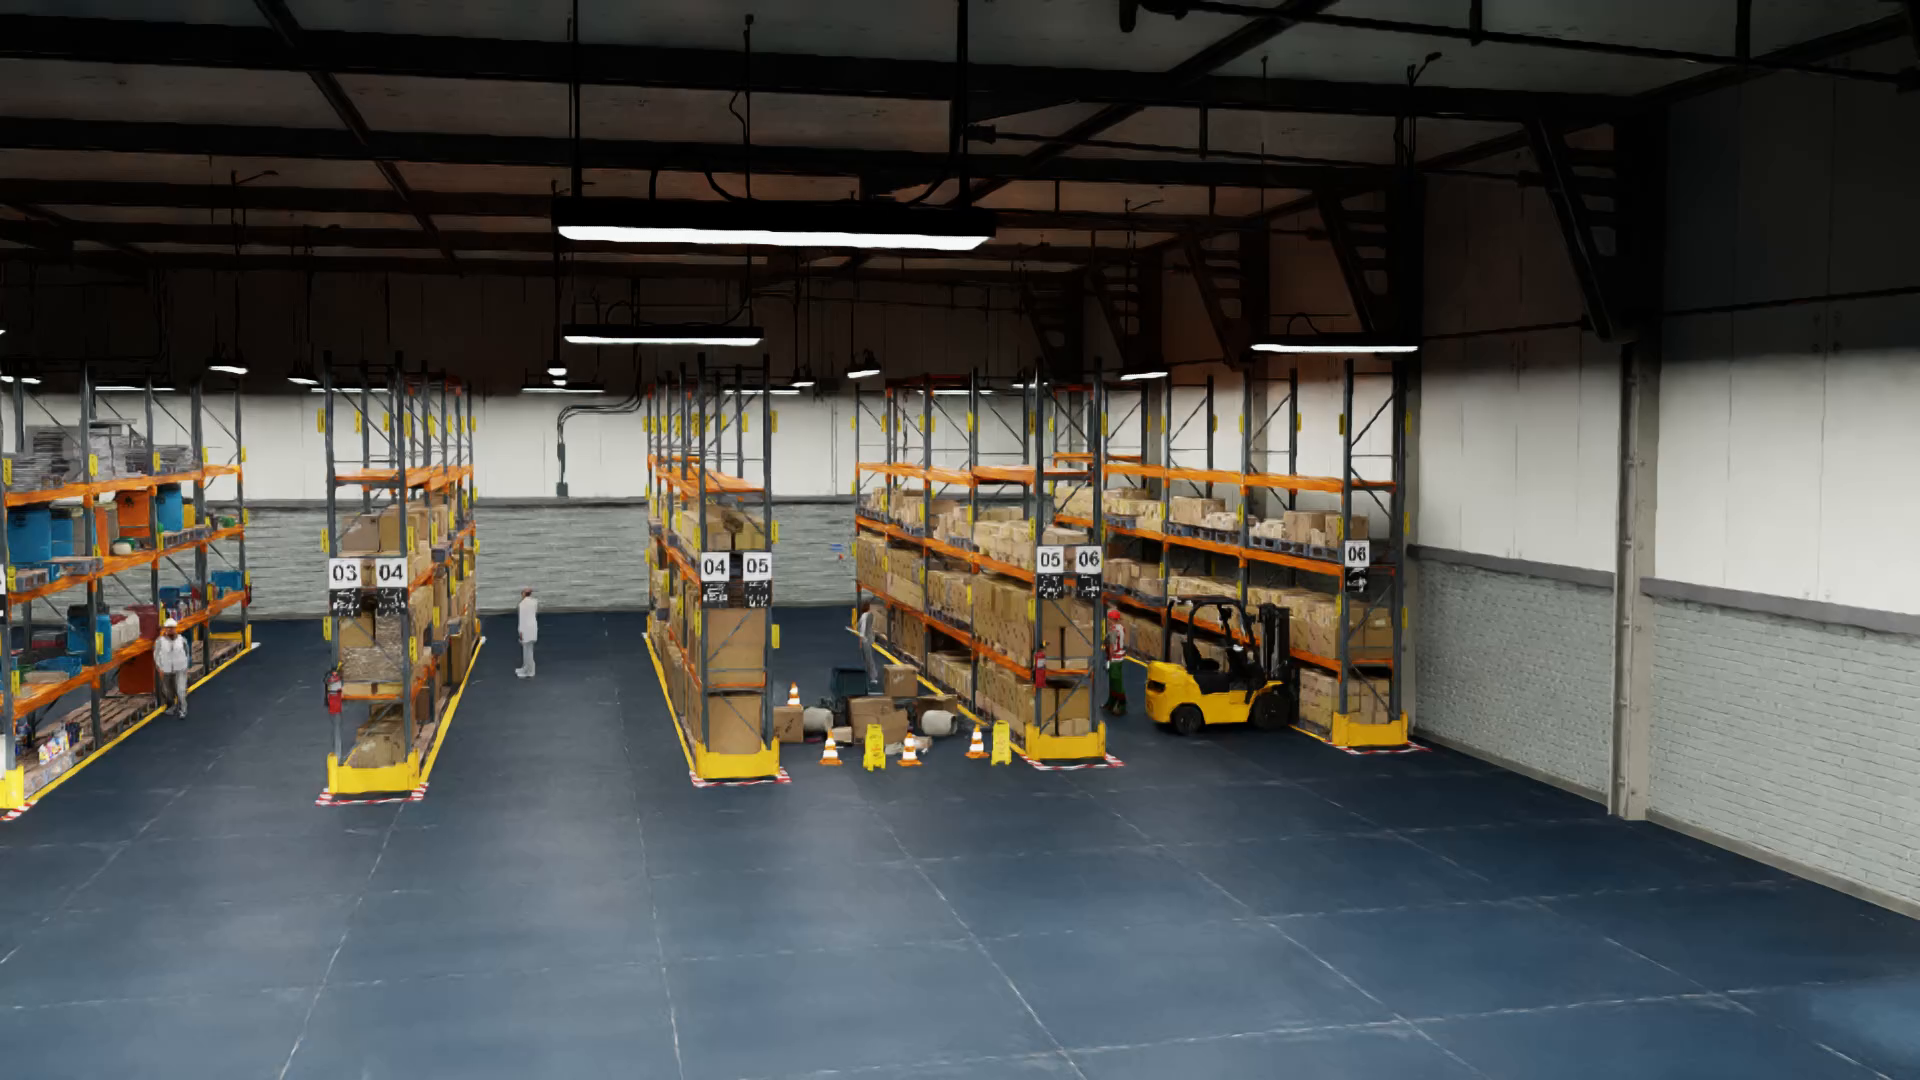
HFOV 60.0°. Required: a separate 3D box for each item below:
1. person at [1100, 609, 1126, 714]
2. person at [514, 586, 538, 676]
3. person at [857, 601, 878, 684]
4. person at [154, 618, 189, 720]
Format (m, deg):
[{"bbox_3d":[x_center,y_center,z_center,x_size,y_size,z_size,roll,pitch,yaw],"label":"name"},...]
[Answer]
[{"bbox_3d":[2.641,2.088,28.832,0.577,1.785,0.651,1,4,18],"label":"person"},{"bbox_3d":[-8.651,1.847,33.077,0.556,1.681,0.631,1,4,16],"label":"person"},{"bbox_3d":[-1.828,1.961,32.096,0.532,1.588,0.535,1,4,12],"label":"person"},{"bbox_3d":[-13.365,2.175,28.197,0.538,1.715,1.026,-2,4,-21],"label":"person"}]
